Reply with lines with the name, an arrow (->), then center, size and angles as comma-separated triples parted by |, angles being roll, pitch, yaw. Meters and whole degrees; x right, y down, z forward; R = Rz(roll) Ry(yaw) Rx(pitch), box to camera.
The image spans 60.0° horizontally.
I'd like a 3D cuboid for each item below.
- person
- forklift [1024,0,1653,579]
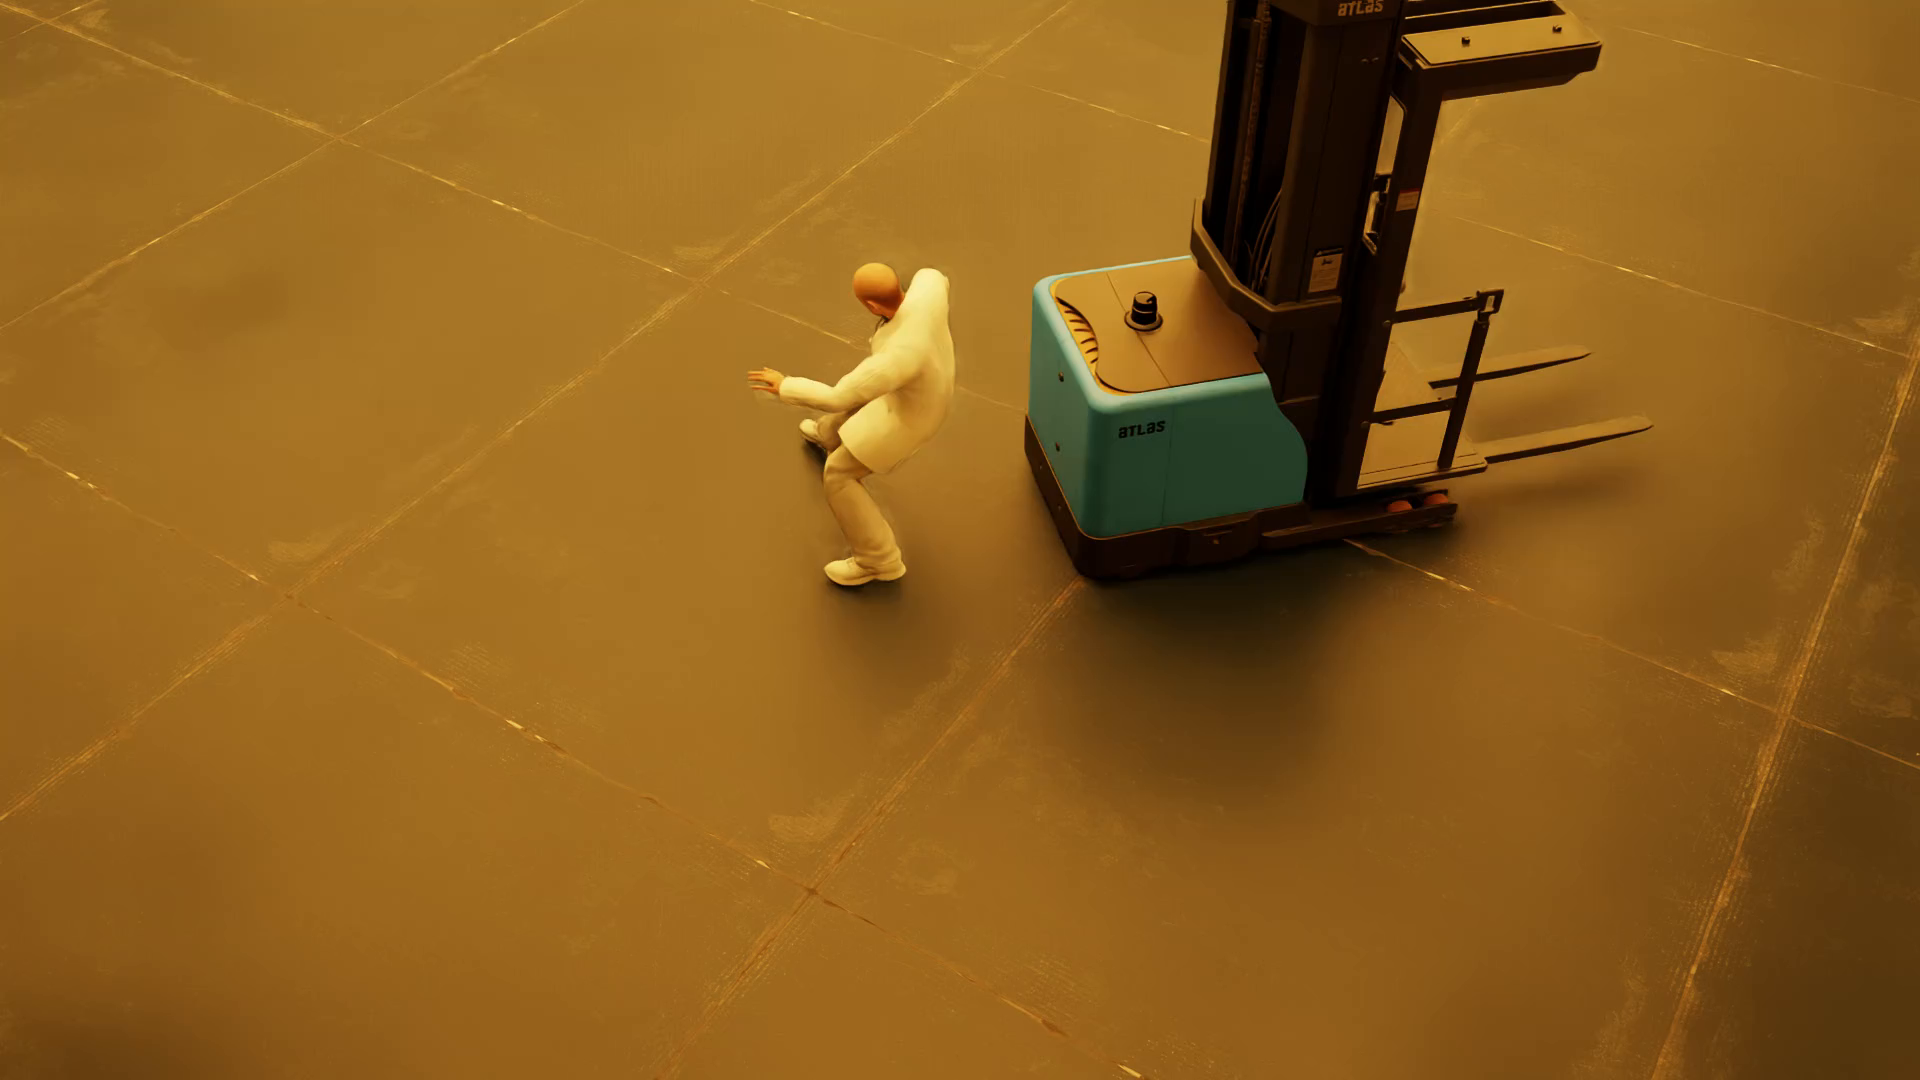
person -> -0.529, -0.722, 7.604 | 1.003, 1.524, 1.058 | 18, 46, 18
forklift -> 1.897, -1.434, 7.361 | 3.031, 2.935, 1.130 | -10, 44, -10
